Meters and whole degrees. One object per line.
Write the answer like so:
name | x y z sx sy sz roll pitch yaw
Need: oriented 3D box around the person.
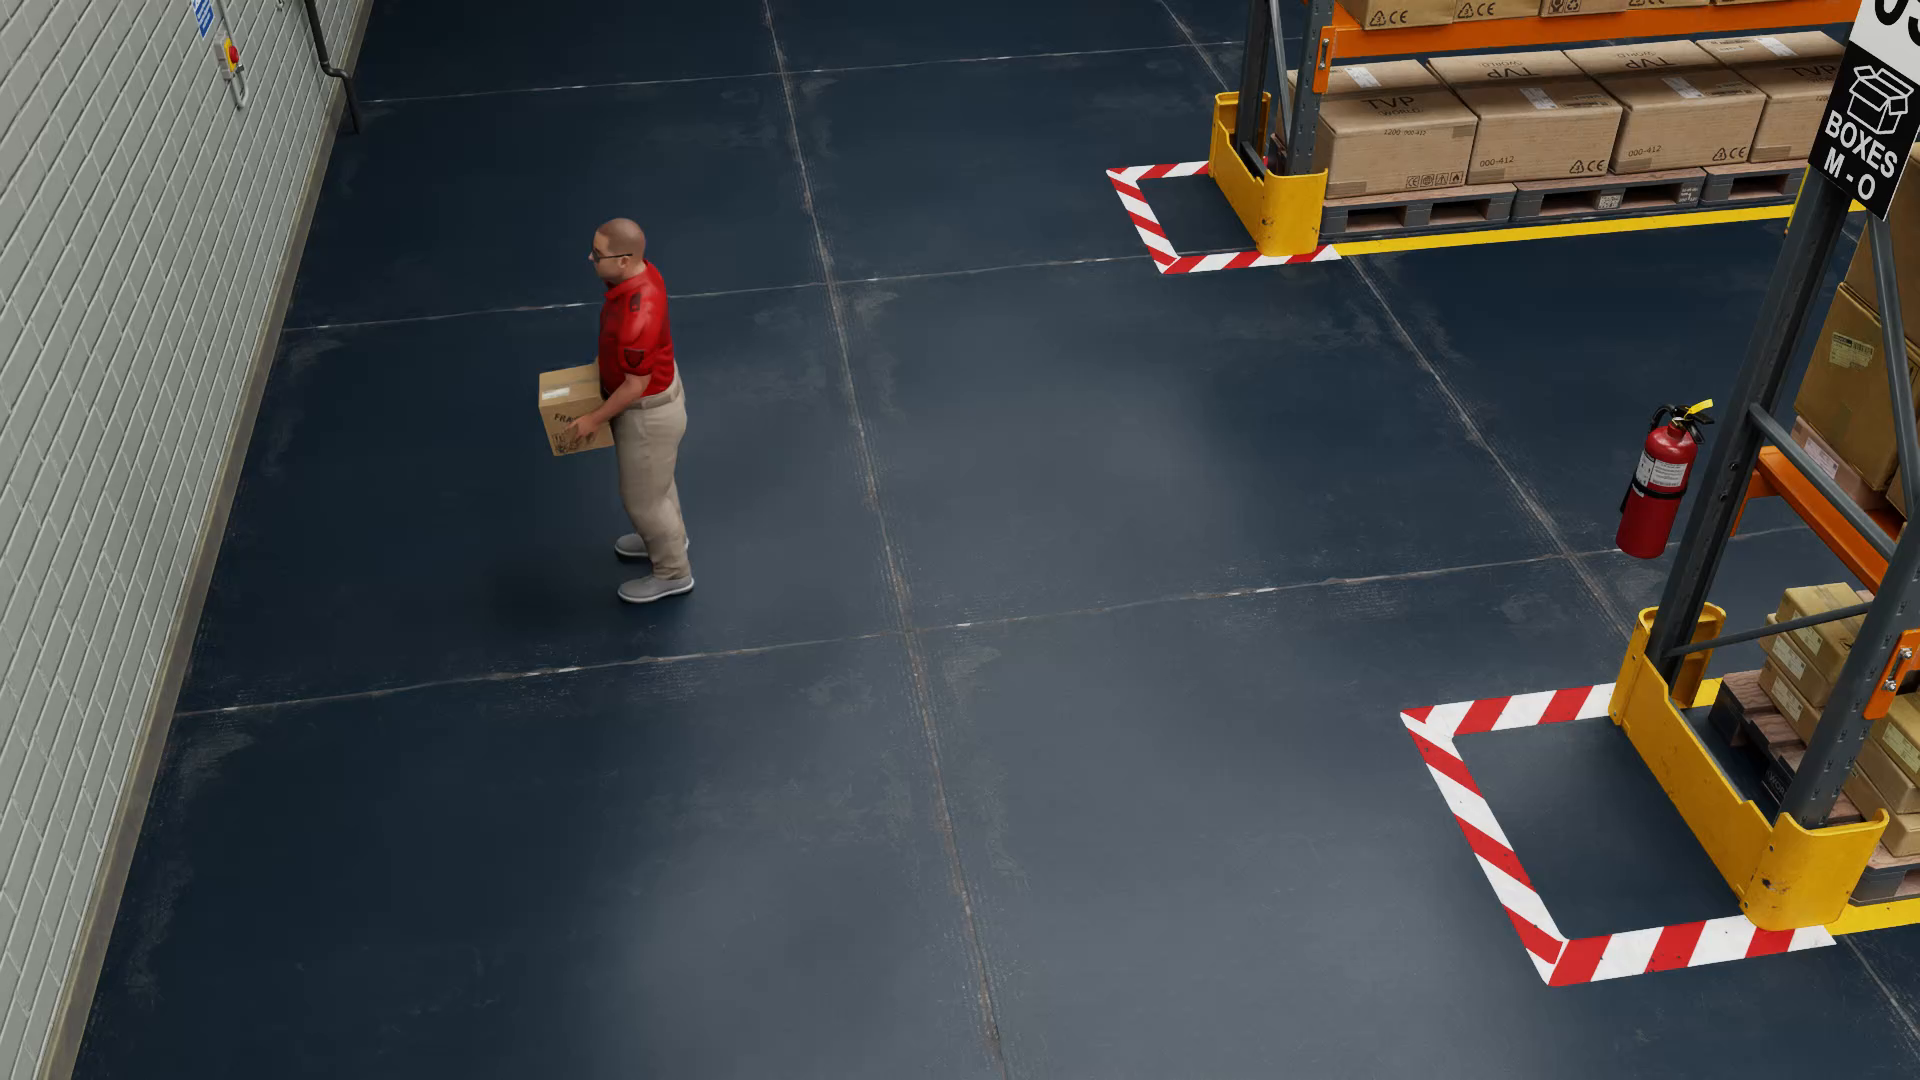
person | -1.368 -0.528 6.825 0.483 1.733 0.530 -7 39 -8
